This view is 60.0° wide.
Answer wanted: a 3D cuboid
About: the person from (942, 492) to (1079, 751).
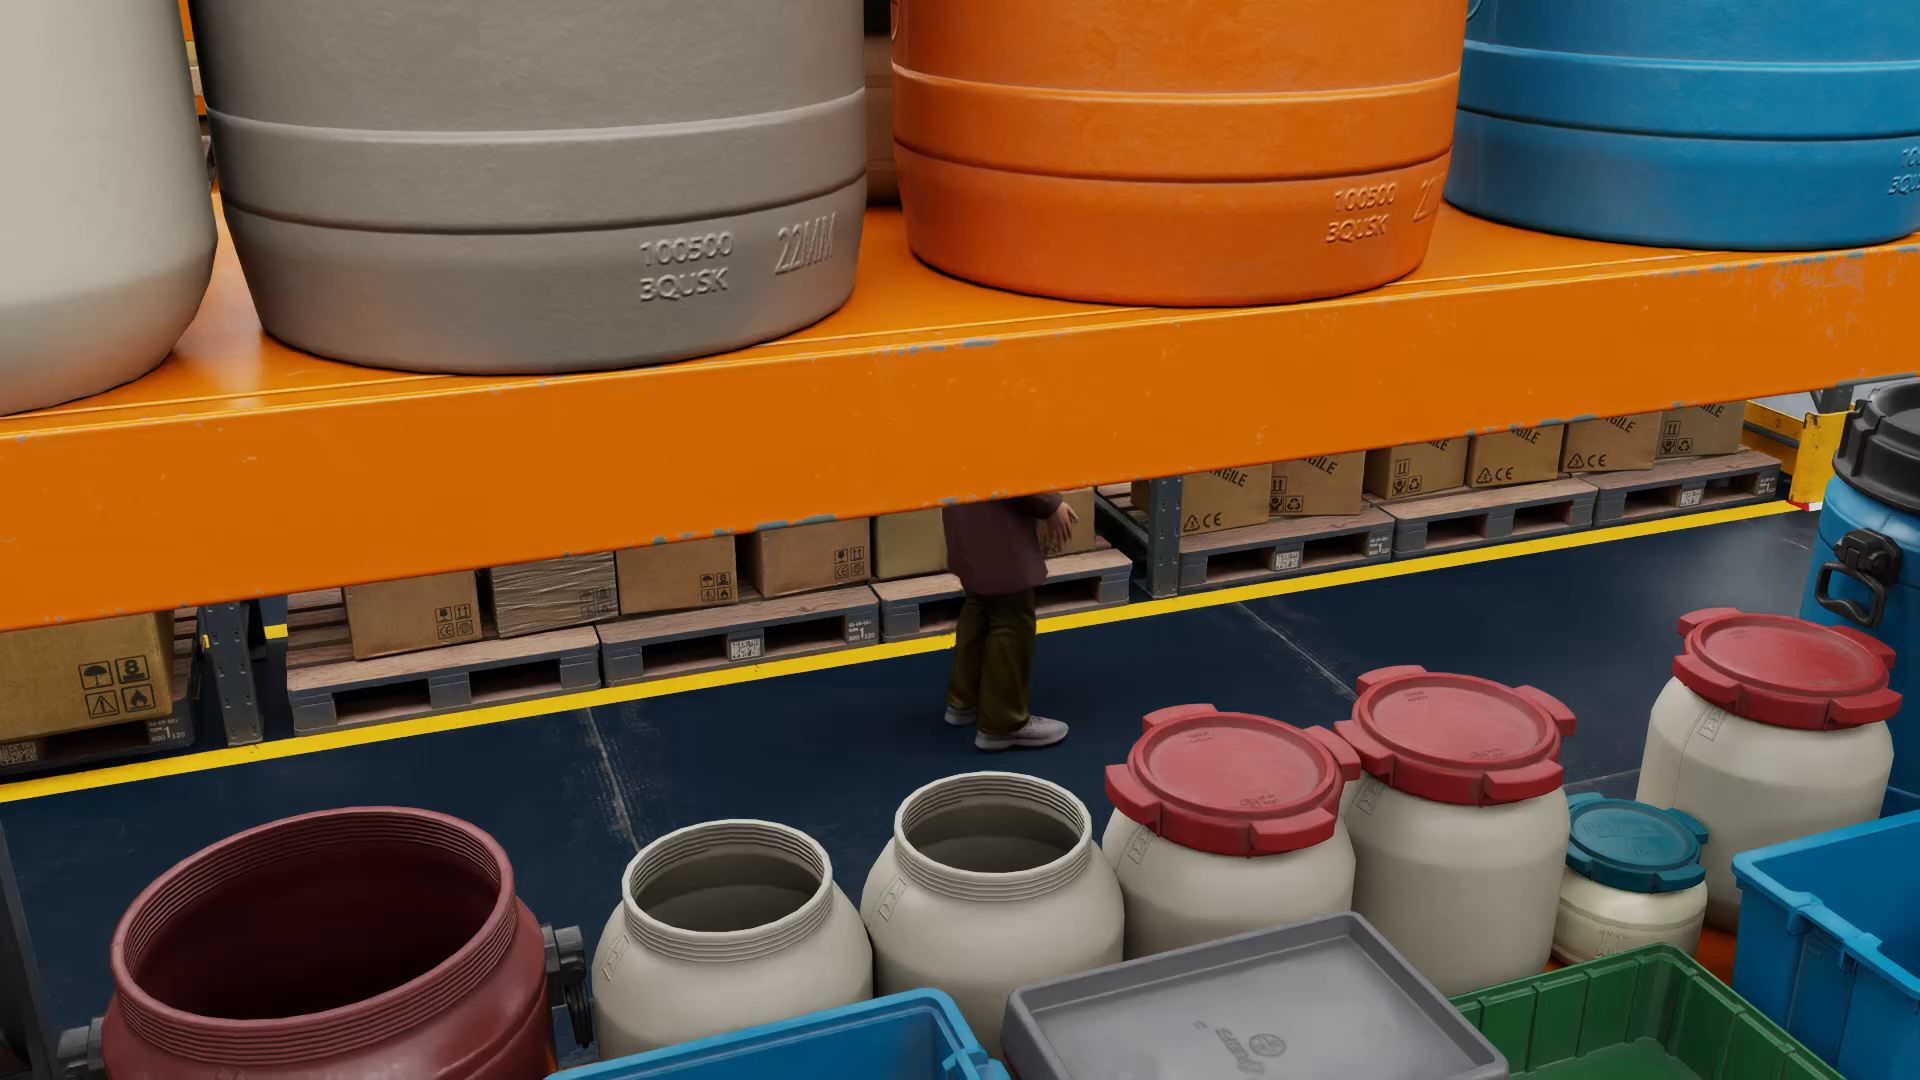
[{"bbox_3d":[0.157,-0.086,6.327,0.468,1.787,0.600,-8,23,-18],"label":"person"}]
